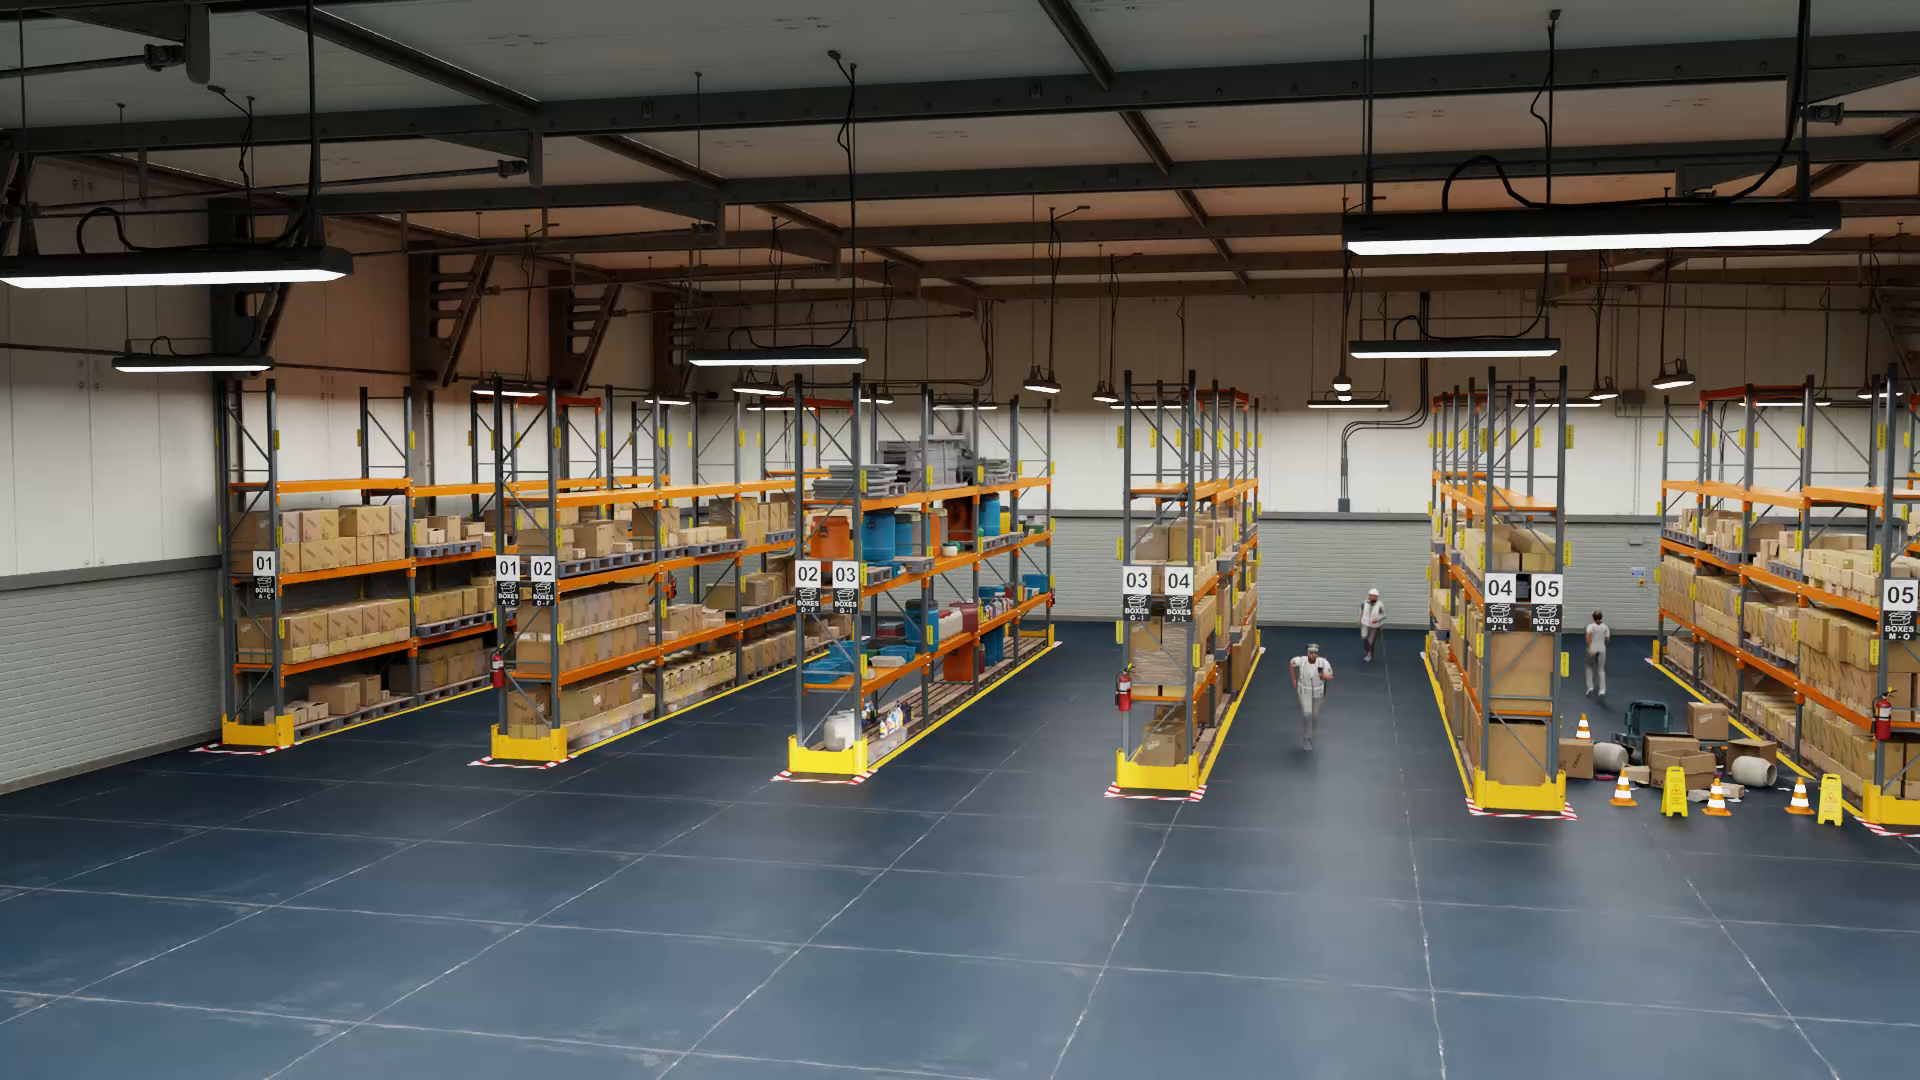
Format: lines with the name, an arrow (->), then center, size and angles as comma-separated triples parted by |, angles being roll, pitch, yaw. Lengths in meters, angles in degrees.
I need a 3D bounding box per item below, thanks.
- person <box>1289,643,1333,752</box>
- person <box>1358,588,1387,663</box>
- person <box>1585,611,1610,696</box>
person -> 5.697, 2.528, 27.008 | 0.649, 1.779, 0.962 | 0, 3, 0
person -> 9.334, 1.905, 37.608 | 0.669, 1.676, 0.833 | 1, 4, 23
person -> 12.380, 2.233, 32.311 | 0.508, 1.709, 0.810 | 1, 3, 11
